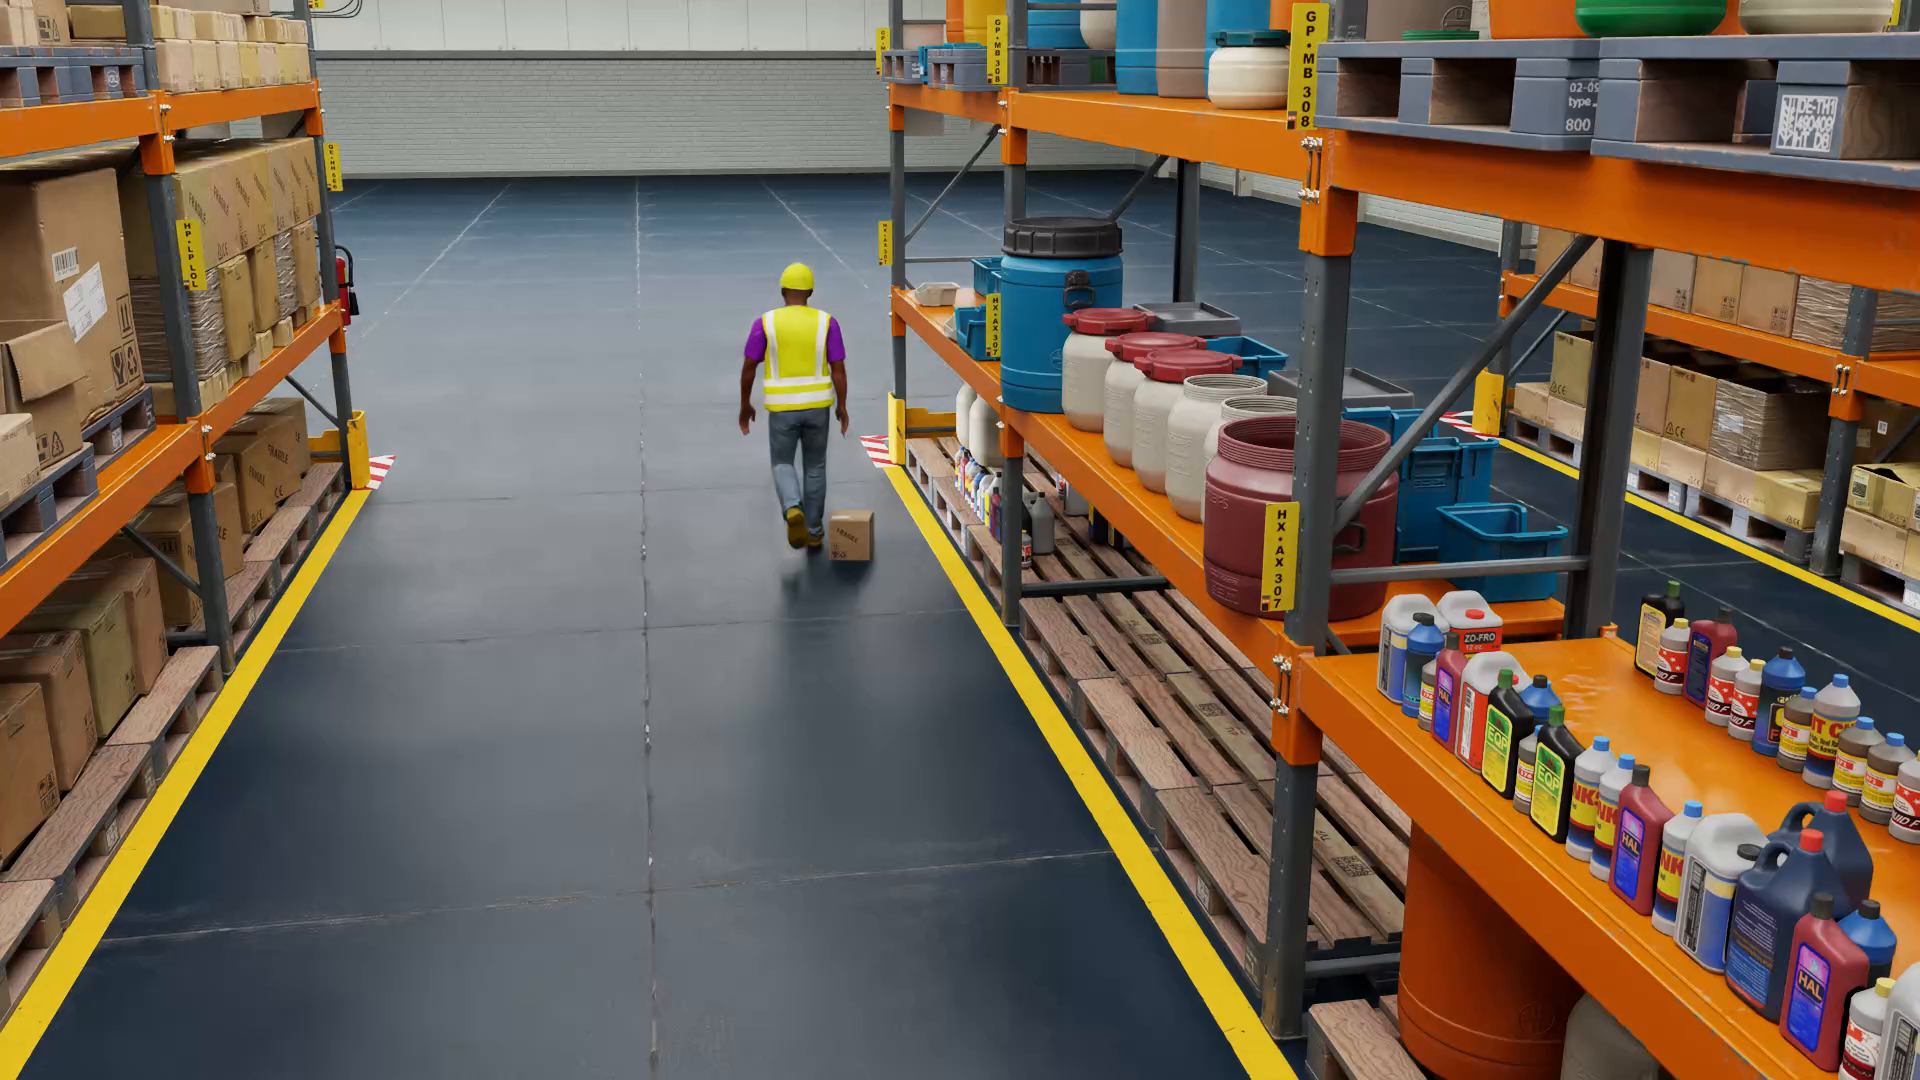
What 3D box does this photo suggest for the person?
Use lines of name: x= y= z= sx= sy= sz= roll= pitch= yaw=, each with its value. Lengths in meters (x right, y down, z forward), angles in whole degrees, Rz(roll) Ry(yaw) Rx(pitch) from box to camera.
person: x=-1.009 y=-0.787 z=10.128 sx=0.673 sy=1.757 sz=0.644 roll=-3 pitch=16 yaw=-9
